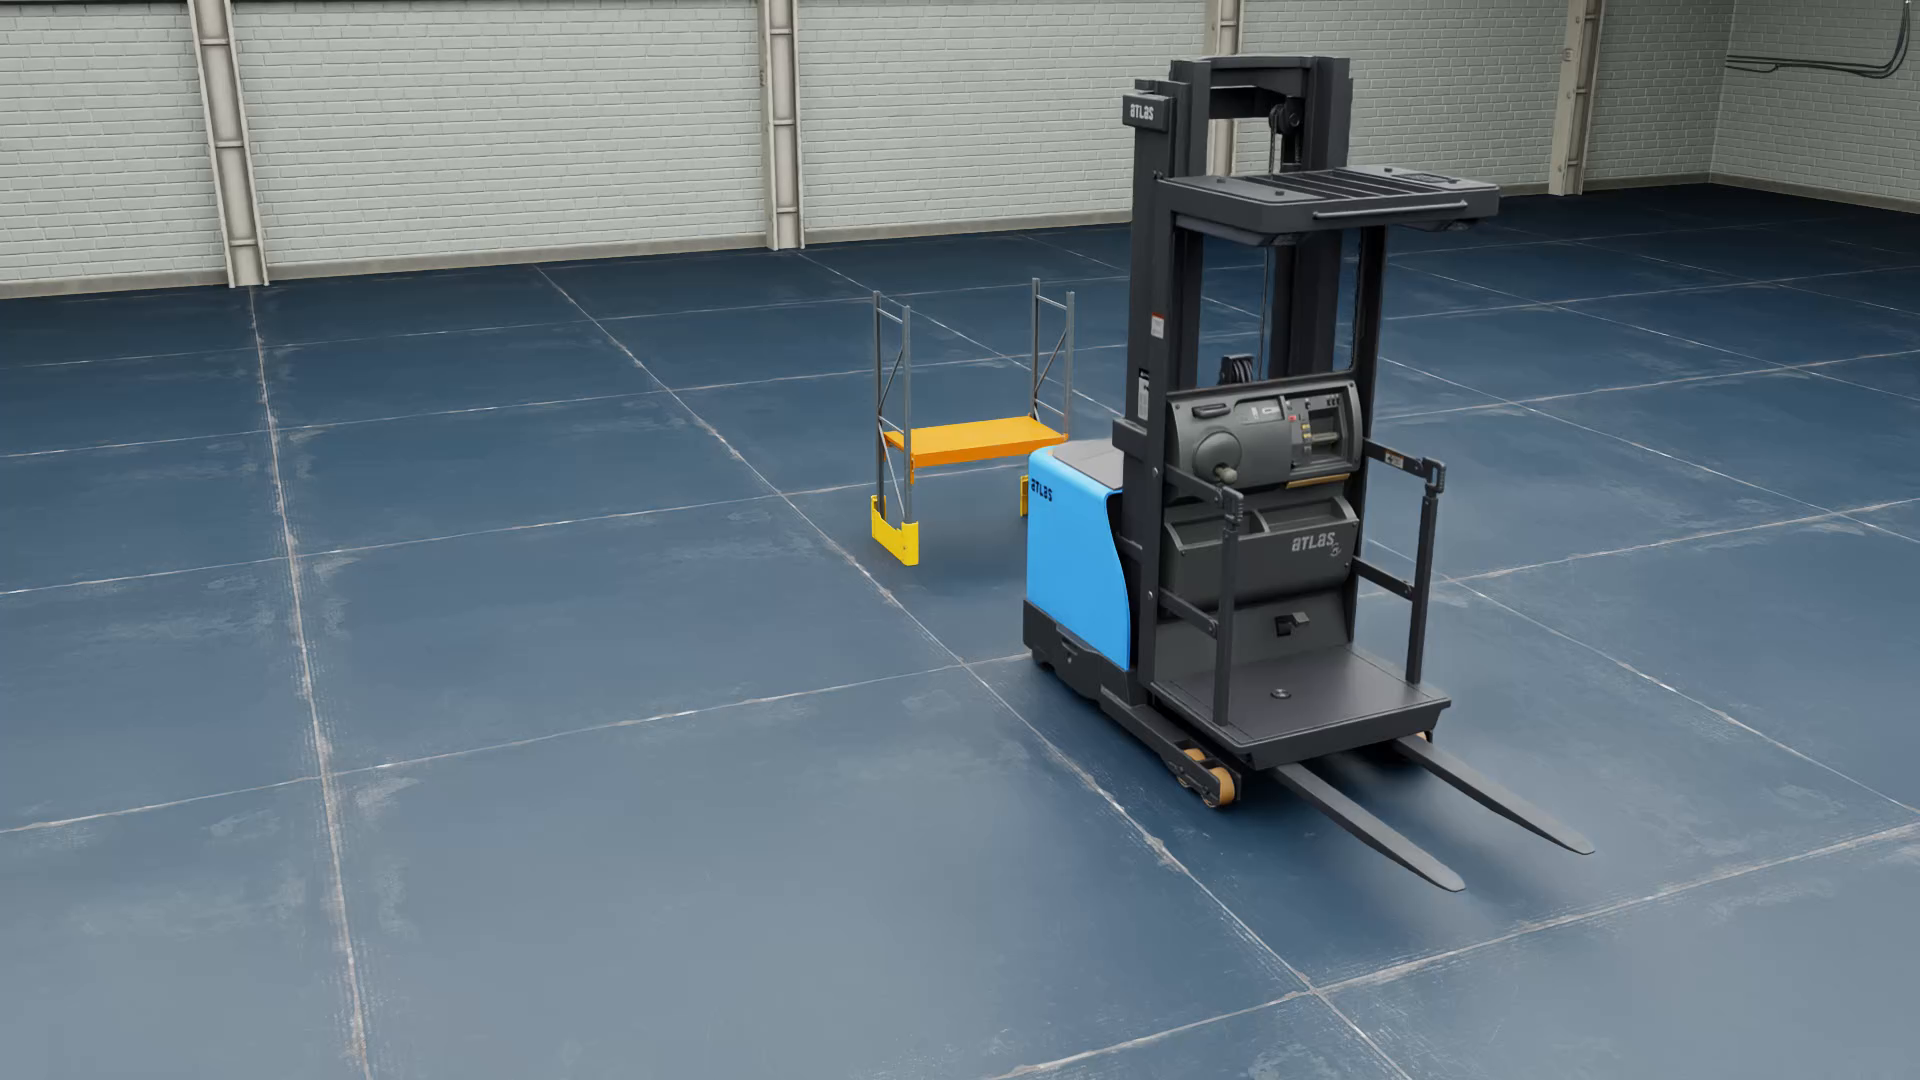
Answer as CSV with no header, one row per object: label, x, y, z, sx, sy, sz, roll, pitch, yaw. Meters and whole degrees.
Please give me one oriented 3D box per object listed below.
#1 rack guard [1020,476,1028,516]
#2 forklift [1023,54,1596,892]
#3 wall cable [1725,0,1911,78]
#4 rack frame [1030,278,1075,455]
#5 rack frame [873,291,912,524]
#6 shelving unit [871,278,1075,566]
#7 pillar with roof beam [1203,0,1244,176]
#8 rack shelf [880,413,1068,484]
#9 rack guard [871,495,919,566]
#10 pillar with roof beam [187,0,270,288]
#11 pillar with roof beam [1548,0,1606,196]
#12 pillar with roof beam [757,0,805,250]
rack guard,0.527,-0.193,10.195,0.087,0.250,0.587,-8,21,-22
forklift,1.397,-0.440,6.858,1.130,2.935,3.031,-9,21,-24
wall cable,12.144,-7.873,23.507,0.112,2.526,3.097,-8,21,-22
rack frame,0.545,-0.786,9.995,0.032,1.500,0.500,-8,21,-22
rack frame,-0.388,-0.652,9.615,0.032,1.500,0.500,-8,21,-22
shelving unit,0.070,-0.717,9.801,1.083,1.500,0.587,-8,21,-22
pillar with roof beam,5.111,-7.251,17.066,0.400,9.000,9.100,-8,21,-22
rack shelf,0.078,-0.549,9.865,1.000,0.185,0.538,-8,21,-22
rack guard,-0.387,-0.062,9.823,0.087,0.250,0.587,-8,21,-22
pillar with roof beam,-5.907,-5.672,12.583,0.400,9.000,9.100,-8,21,-22
pillar with roof beam,10.621,-8.040,19.308,0.400,9.000,9.100,-8,21,-22
pillar with roof beam,-0.398,-6.462,14.824,0.400,9.000,9.100,-8,21,-22
